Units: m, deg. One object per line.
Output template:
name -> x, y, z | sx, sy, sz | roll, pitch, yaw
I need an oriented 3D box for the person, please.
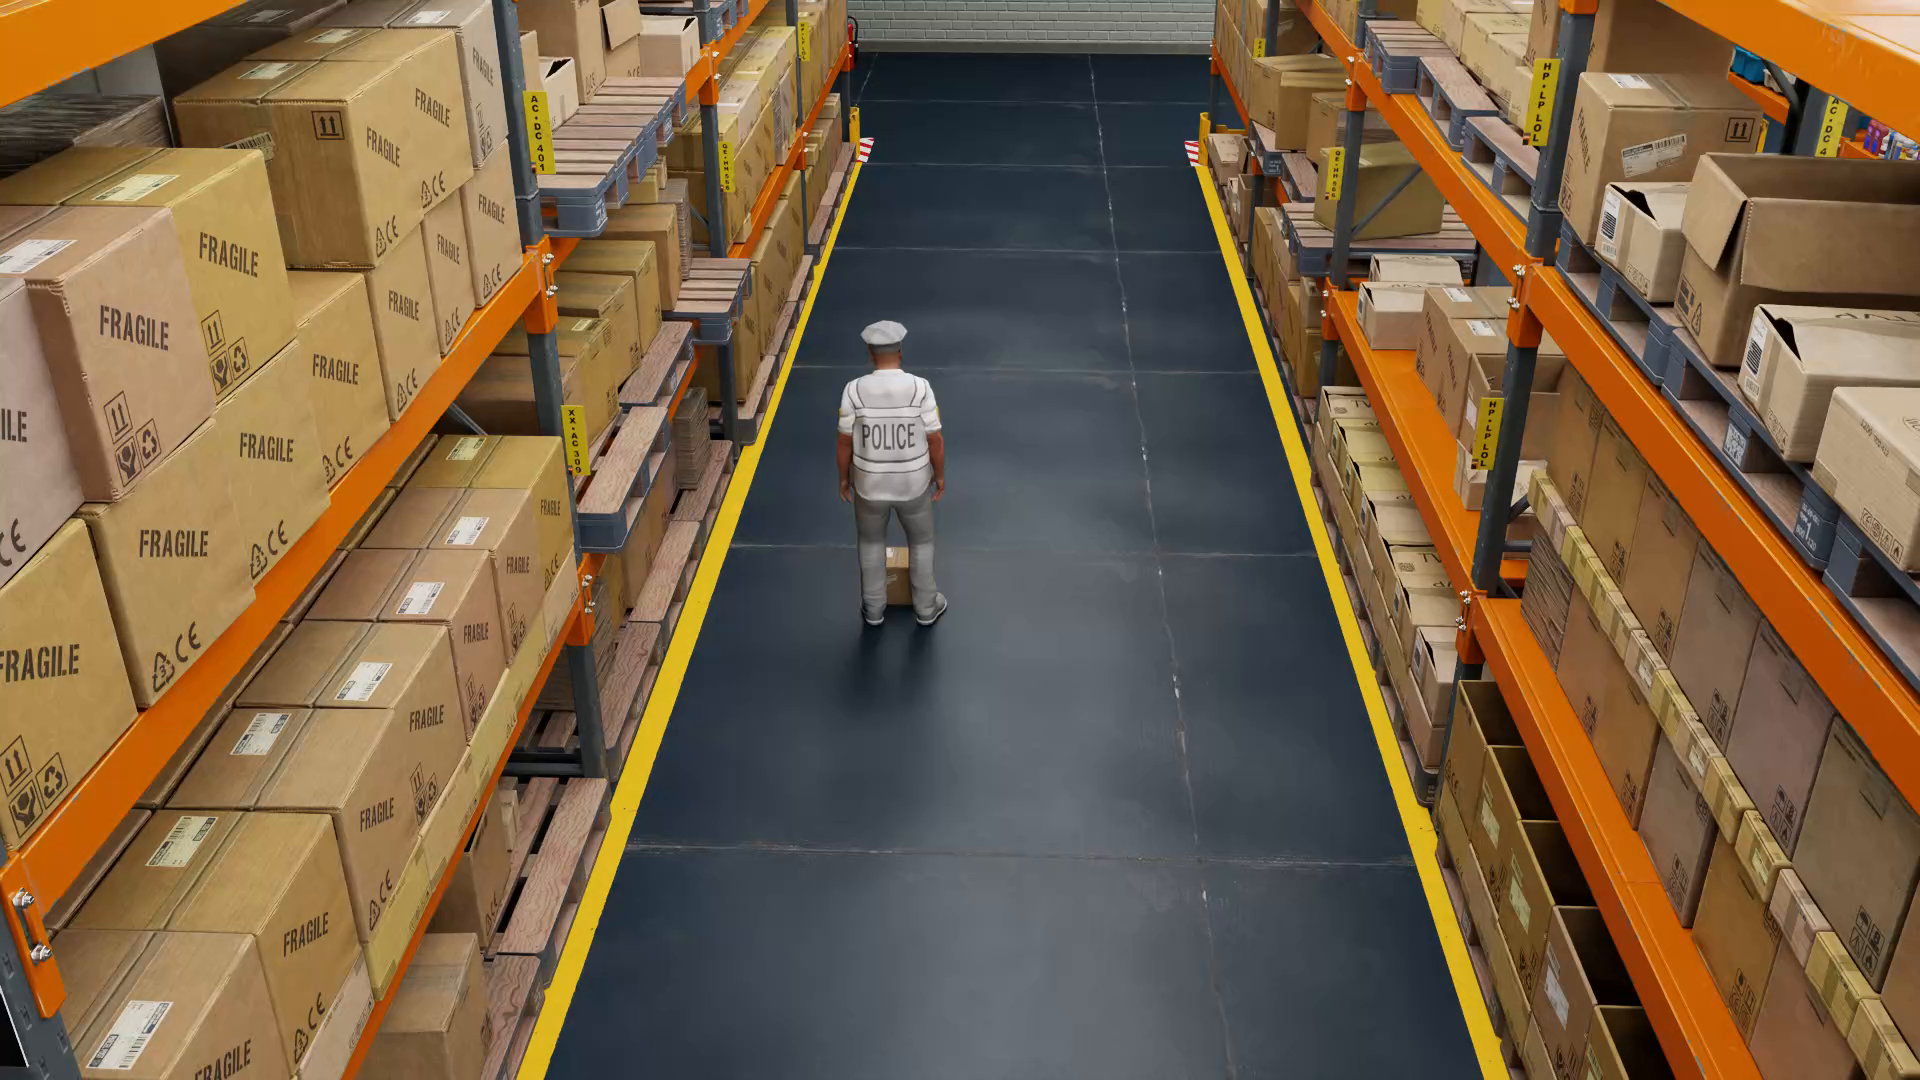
person -> -0.371, -0.325, 9.229 | 0.584, 1.748, 0.433 | 1, 28, 2
